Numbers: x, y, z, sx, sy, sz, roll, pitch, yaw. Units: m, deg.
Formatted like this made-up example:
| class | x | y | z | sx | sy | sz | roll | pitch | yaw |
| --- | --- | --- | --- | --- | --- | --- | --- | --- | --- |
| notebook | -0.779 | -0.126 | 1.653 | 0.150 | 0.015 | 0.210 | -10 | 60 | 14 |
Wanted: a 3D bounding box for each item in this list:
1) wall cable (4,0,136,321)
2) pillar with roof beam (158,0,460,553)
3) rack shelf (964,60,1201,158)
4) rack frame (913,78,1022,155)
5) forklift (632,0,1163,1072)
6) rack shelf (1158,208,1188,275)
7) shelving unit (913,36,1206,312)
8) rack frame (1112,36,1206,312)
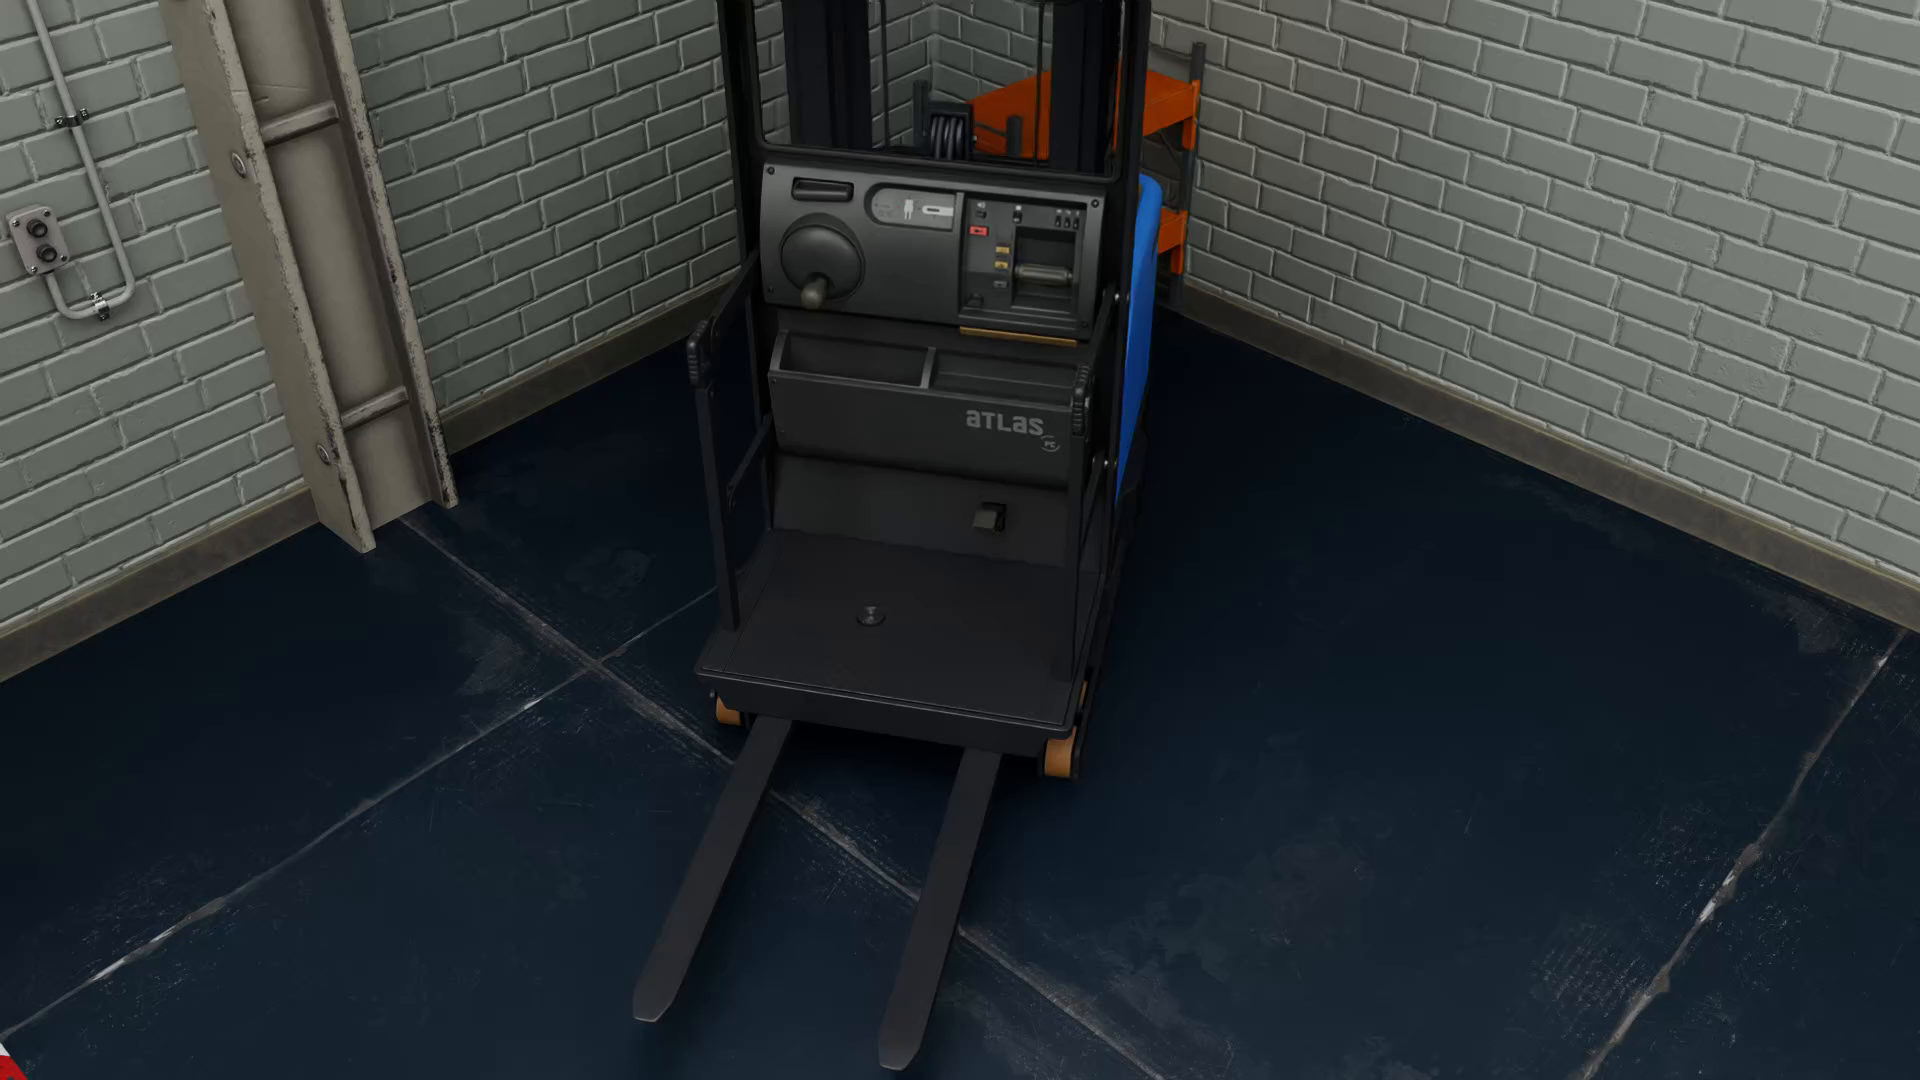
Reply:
| class | x | y | z | sx | sy | sz | roll | pitch | yaw |
| --- | --- | --- | --- | --- | --- | --- | --- | --- | --- |
| wall cable | -3.042 | -1.061 | 3.858 | 0.084 | 1.984 | 1.851 | 30 | 47 | 32 |
| pillar with roof beam | 1.154 | -1.822 | 0.812 | 9.100 | 9.000 | 0.400 | 30 | 47 | 32 |
| rack shelf | 0.377 | -1.531 | 6.233 | 0.538 | 0.278 | 1.000 | 31 | 46 | 34 |
| rack frame | 0.018 | -1.083 | 6.113 | 0.500 | 1.125 | 0.032 | 31 | 46 | 34 |
| forklift | -0.128 | -0.709 | 4.286 | 1.130 | 2.935 | 3.031 | 8 | 39 | 10 |
| rack shelf | 0.373 | -1.098 | 6.551 | 0.538 | 0.278 | 1.000 | 31 | 46 | 34 |
| shelving unit | 0.375 | -1.295 | 6.406 | 0.538 | 1.125 | 1.048 | 31 | 46 | 34 |
| rack frame | 0.732 | -1.507 | 6.700 | 0.500 | 1.125 | 0.032 | 31 | 46 | 34 |
